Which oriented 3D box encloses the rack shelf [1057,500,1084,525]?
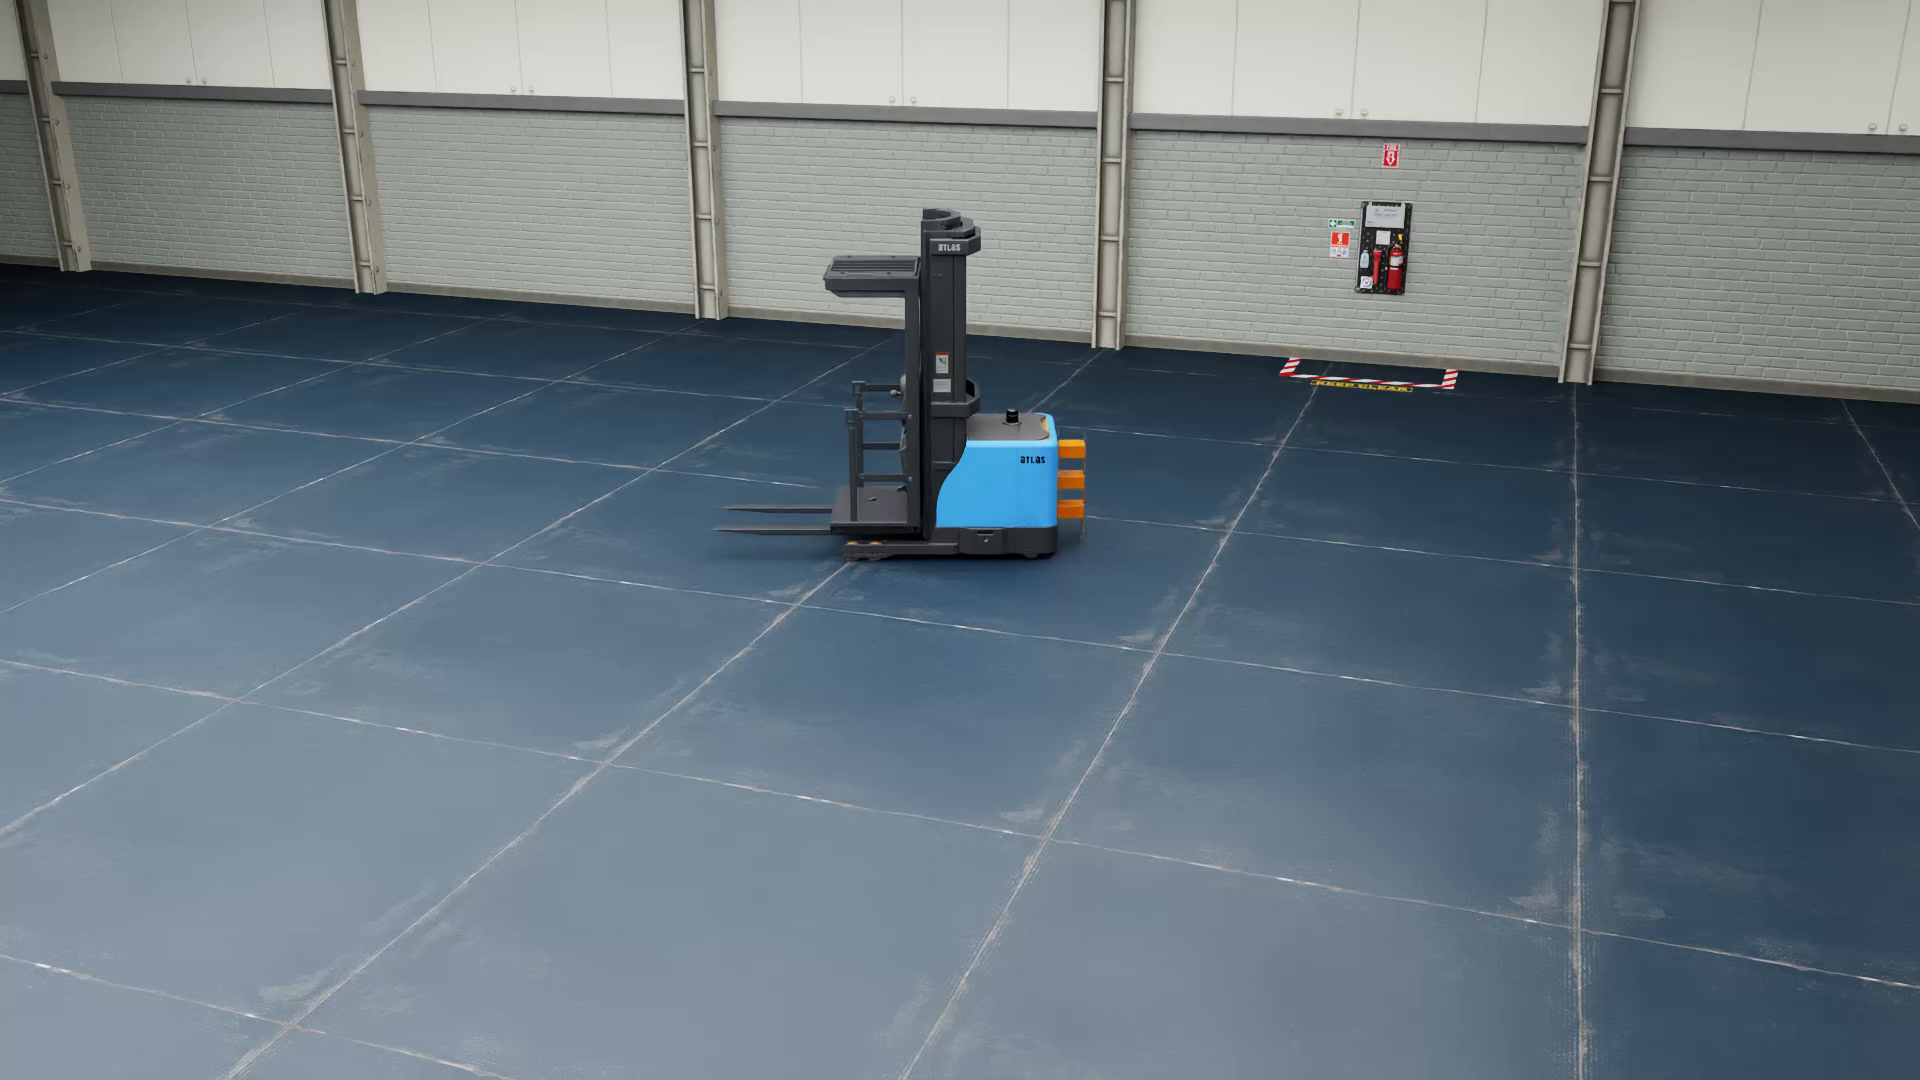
[{"bbox_3d":[0.989,-0.228,15.011,0.240,0.259,0.215,0,19,0],"label":"rack shelf"}]

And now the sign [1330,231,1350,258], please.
[{"bbox_3d":[4.876,-3.792,21.343,0.234,0.329,0.001,7,20,18],"label":"sign"}]

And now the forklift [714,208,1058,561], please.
[{"bbox_3d":[-0.655,-1.374,14.564,3.031,2.935,1.130,0,19,0],"label":"forklift"}]

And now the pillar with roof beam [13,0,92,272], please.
[{"bbox_3d":[-16.398,-7.491,22.896,0.400,9.000,9.100,7,20,18],"label":"pillar with roof beam"}]

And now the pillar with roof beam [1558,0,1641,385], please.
[{"bbox_3d":[6.273,-4.899,15.458,0.400,9.000,9.100,7,20,18],"label":"pillar with roof beam"}]

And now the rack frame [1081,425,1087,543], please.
[{"bbox_3d":[1.111,-0.500,14.915,0.008,1.050,0.200,0,19,0],"label":"rack frame"}]

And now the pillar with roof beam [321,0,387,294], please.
[{"bbox_3d":[-10.730,-6.843,21.036,0.400,9.000,9.100,7,20,18],"label":"pillar with roof beam"}]

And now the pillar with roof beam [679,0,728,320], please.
[{"bbox_3d":[-5.062,-6.195,19.177,0.400,9.000,9.100,7,20,18],"label":"pillar with roof beam"}]

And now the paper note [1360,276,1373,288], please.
[{"bbox_3d":[5.219,-3.308,21.347,0.142,0.148,0.016,7,20,18],"label":"paper note"}]

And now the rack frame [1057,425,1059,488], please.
[{"bbox_3d":[0.867,-0.500,14.916,0.008,1.050,0.200,0,19,0],"label":"rack frame"}]

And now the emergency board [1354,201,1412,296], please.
[{"bbox_3d":[5.364,-3.683,21.086,0.643,1.169,0.194,7,20,18],"label":"emergency board"}]

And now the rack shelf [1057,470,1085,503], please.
[{"bbox_3d":[0.989,-0.490,14.919,0.240,0.259,0.215,0,19,0],"label":"rack shelf"}]

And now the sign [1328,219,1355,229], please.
[{"bbox_3d":[4.877,-4.039,21.246,0.331,0.109,0.001,7,20,18],"label":"sign"}]

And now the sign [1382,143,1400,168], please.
[{"bbox_3d":[5.389,-4.810,20.795,0.199,0.298,0.001,7,20,18],"label":"sign"}]

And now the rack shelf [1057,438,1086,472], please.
[{"bbox_3d":[0.989,-0.758,14.826,0.240,0.259,0.215,0,19,0],"label":"rack shelf"}]

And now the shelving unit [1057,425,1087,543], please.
[{"bbox_3d":[0.989,-0.500,14.916,0.252,1.050,0.215,0,19,0],"label":"shelving unit"}]

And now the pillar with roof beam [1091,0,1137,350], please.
[{"bbox_3d":[0.605,-5.547,17.318,0.400,9.000,9.100,7,20,18],"label":"pillar with roof beam"}]
